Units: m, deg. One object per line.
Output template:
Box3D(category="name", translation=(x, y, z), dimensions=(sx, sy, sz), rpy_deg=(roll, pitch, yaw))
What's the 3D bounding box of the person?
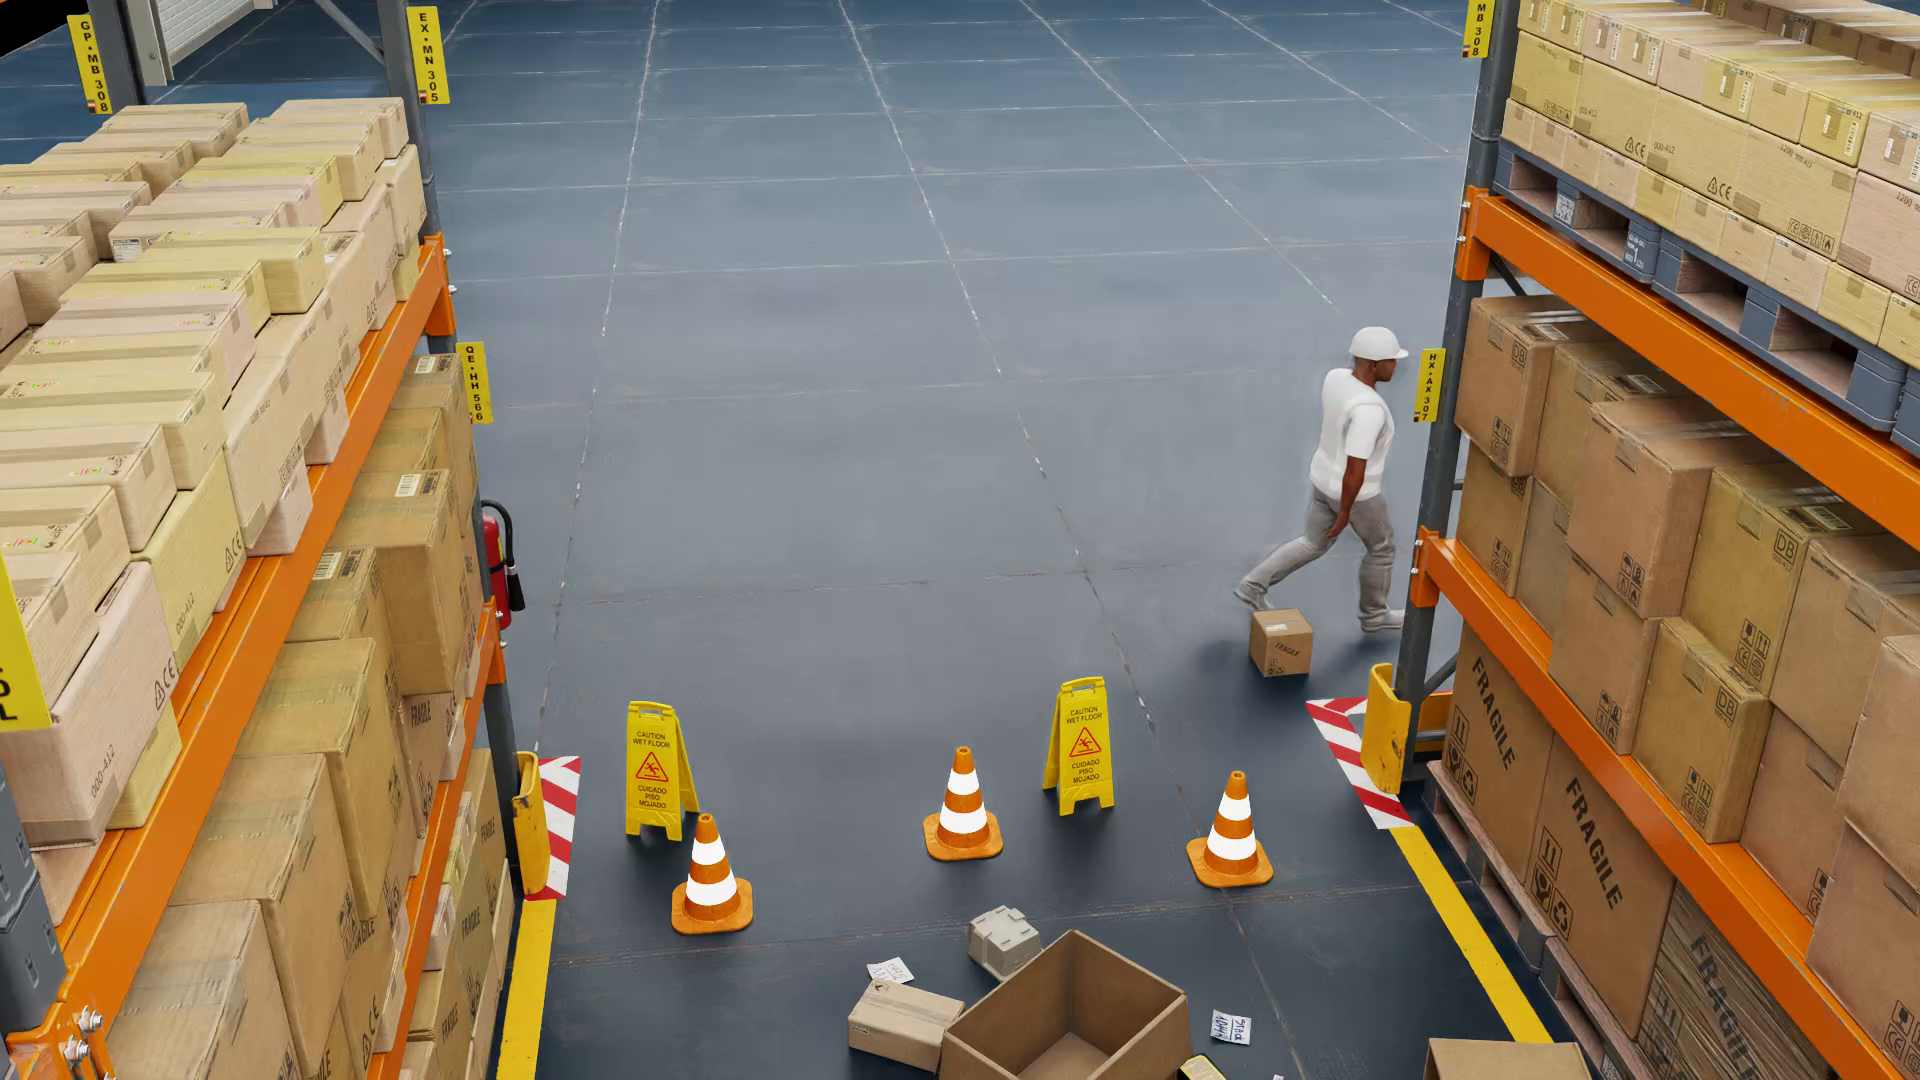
Box3D(category="person", translation=(1.973, -0.289, 8.650), dimensions=(0.995, 1.726, 0.575), rpy_deg=(-7, 28, -13))
